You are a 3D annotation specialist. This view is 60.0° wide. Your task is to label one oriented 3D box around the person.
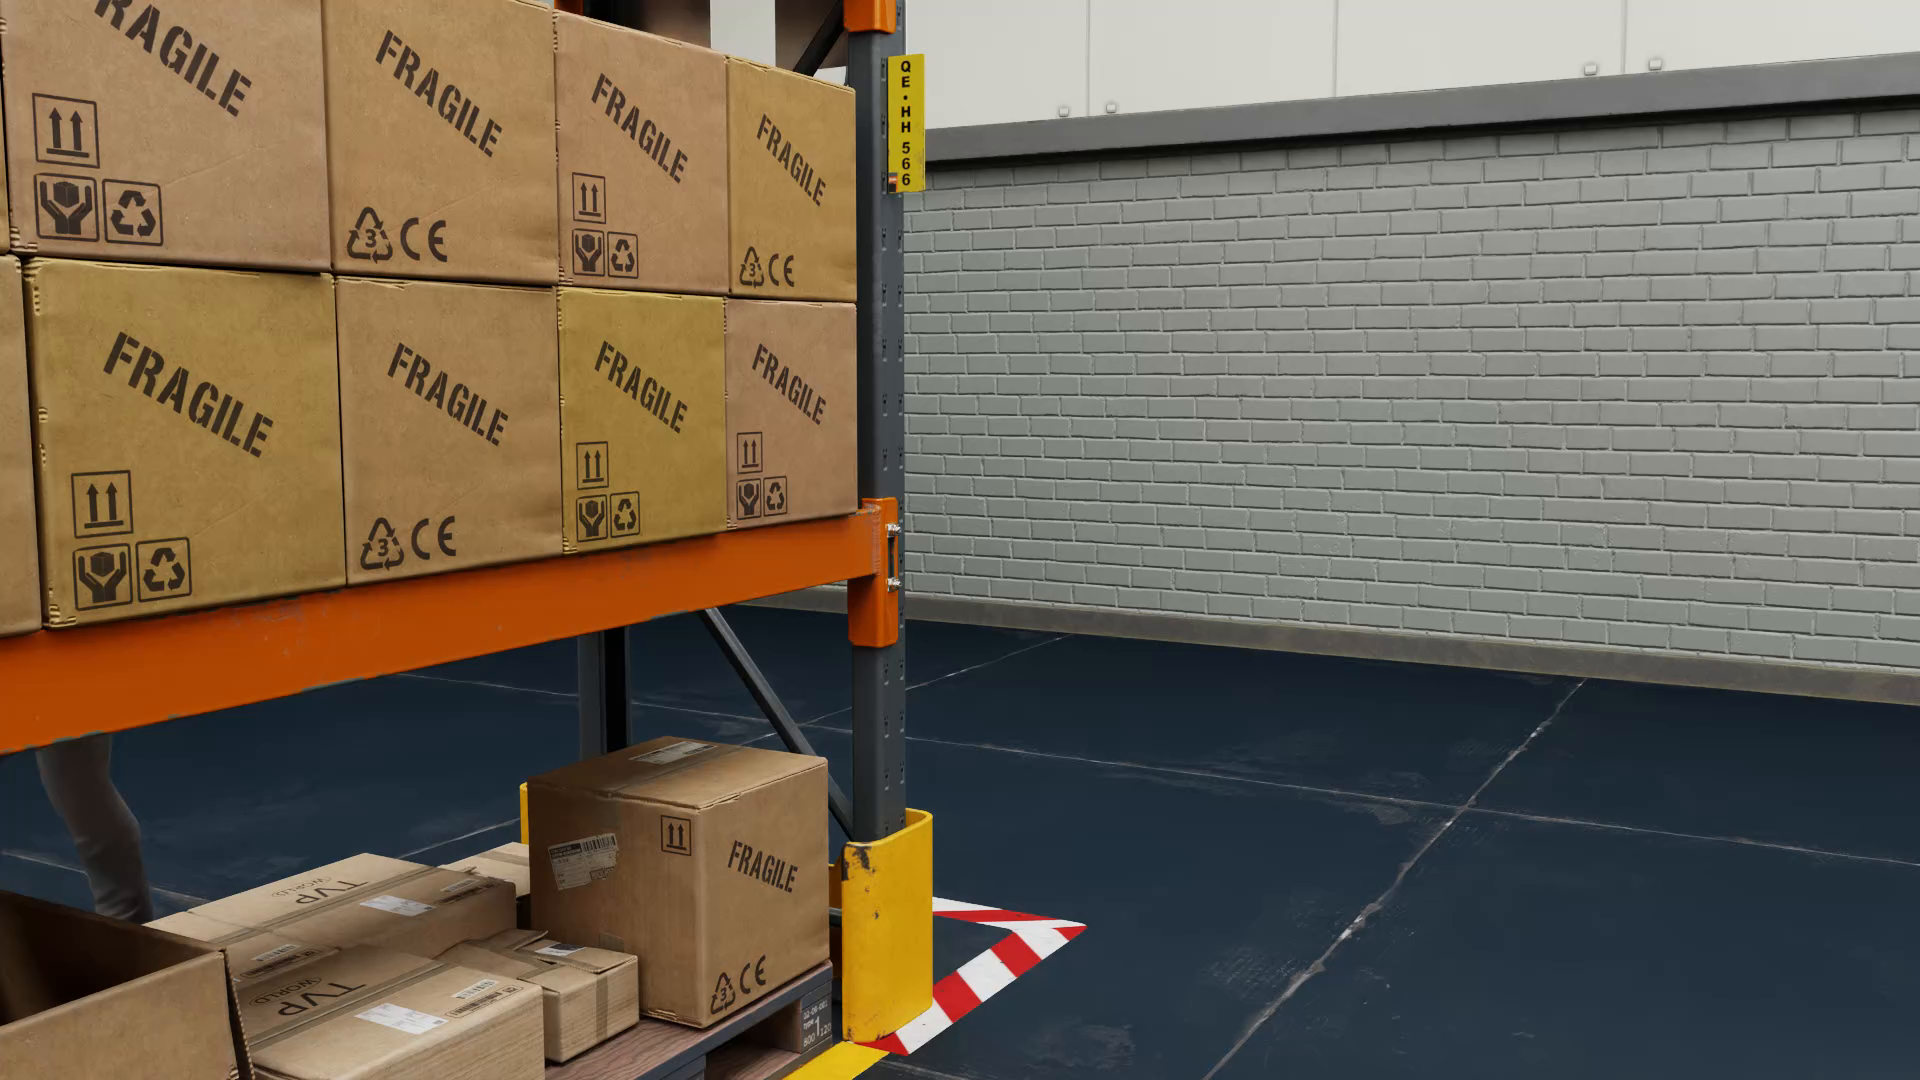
[{"bbox_3d":[-2.508,0.374,4.391,0.462,1.752,0.660,4,7,32],"label":"person"}]
